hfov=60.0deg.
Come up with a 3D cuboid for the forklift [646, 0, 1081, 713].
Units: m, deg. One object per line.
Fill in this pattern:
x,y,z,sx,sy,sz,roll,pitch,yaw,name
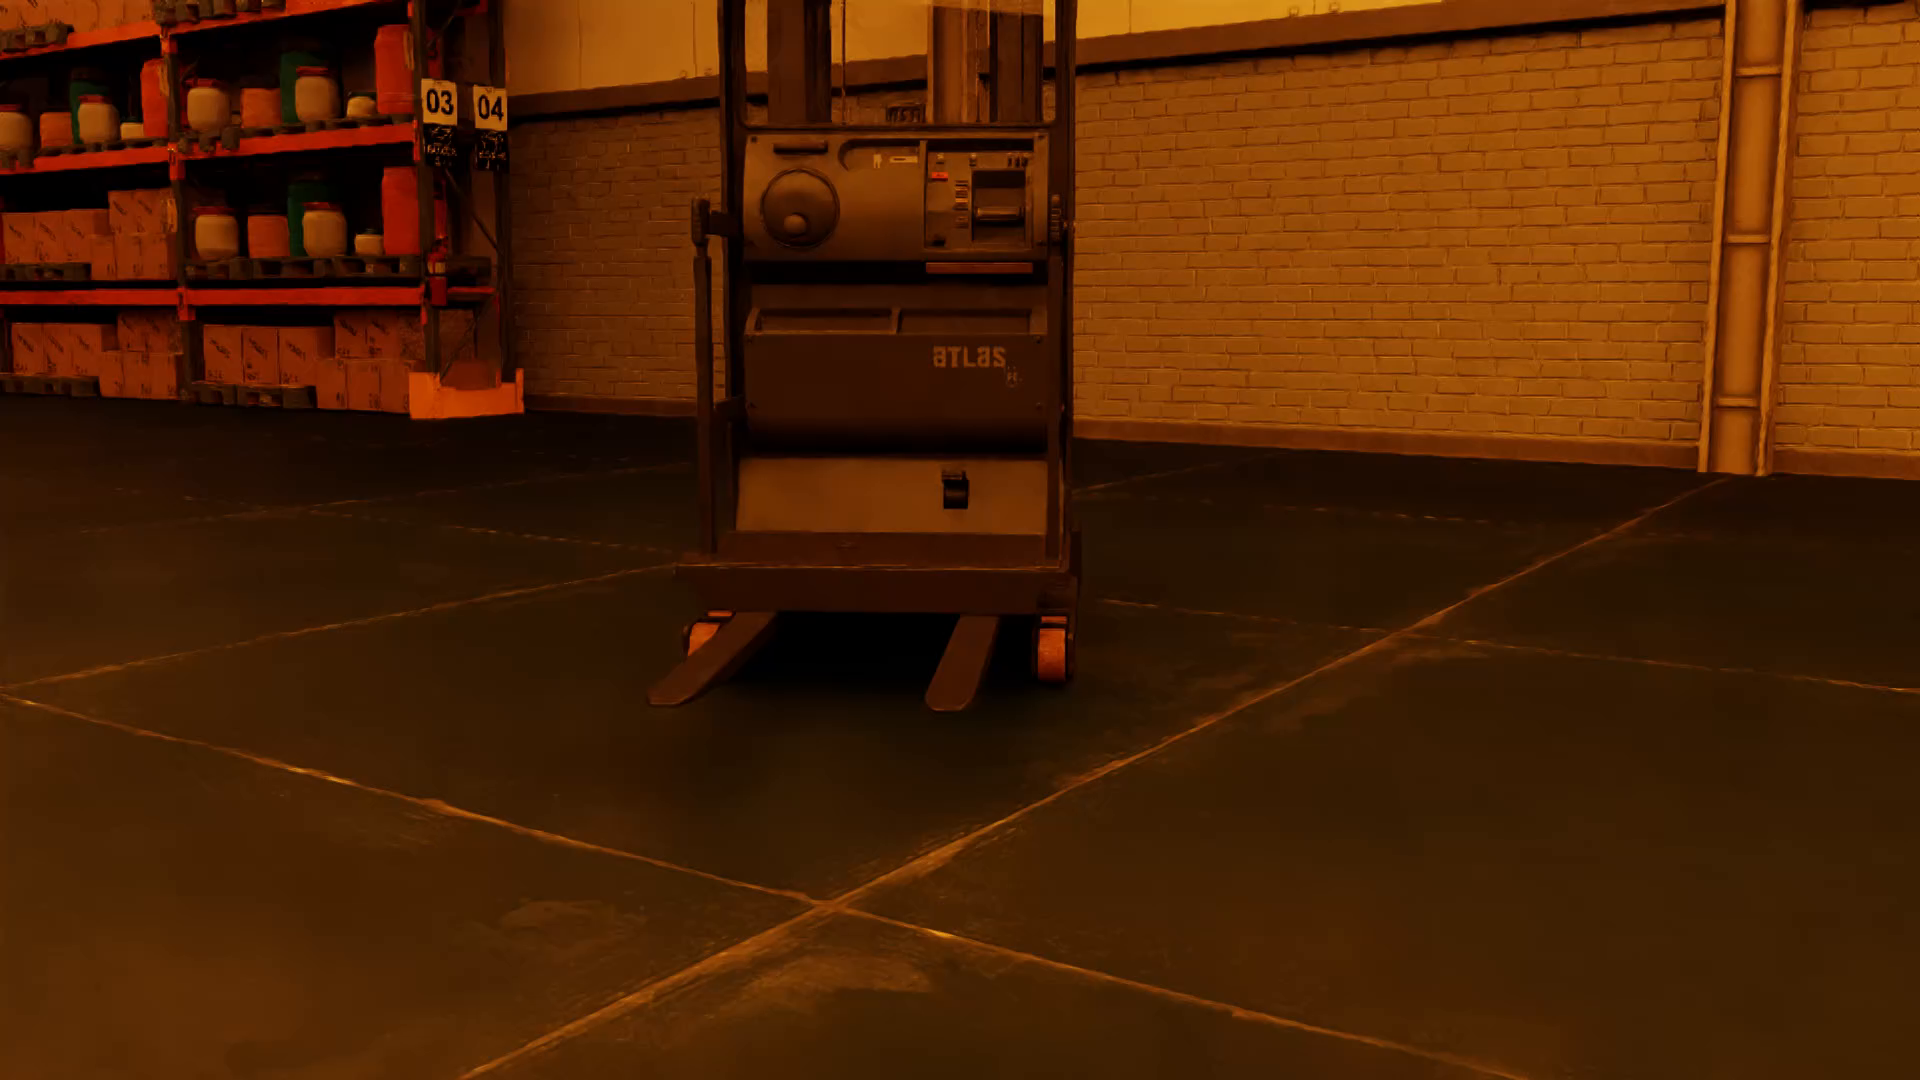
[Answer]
-0.210,-1.089,4.850,1.130,2.935,3.031,1,8,5,forklift
